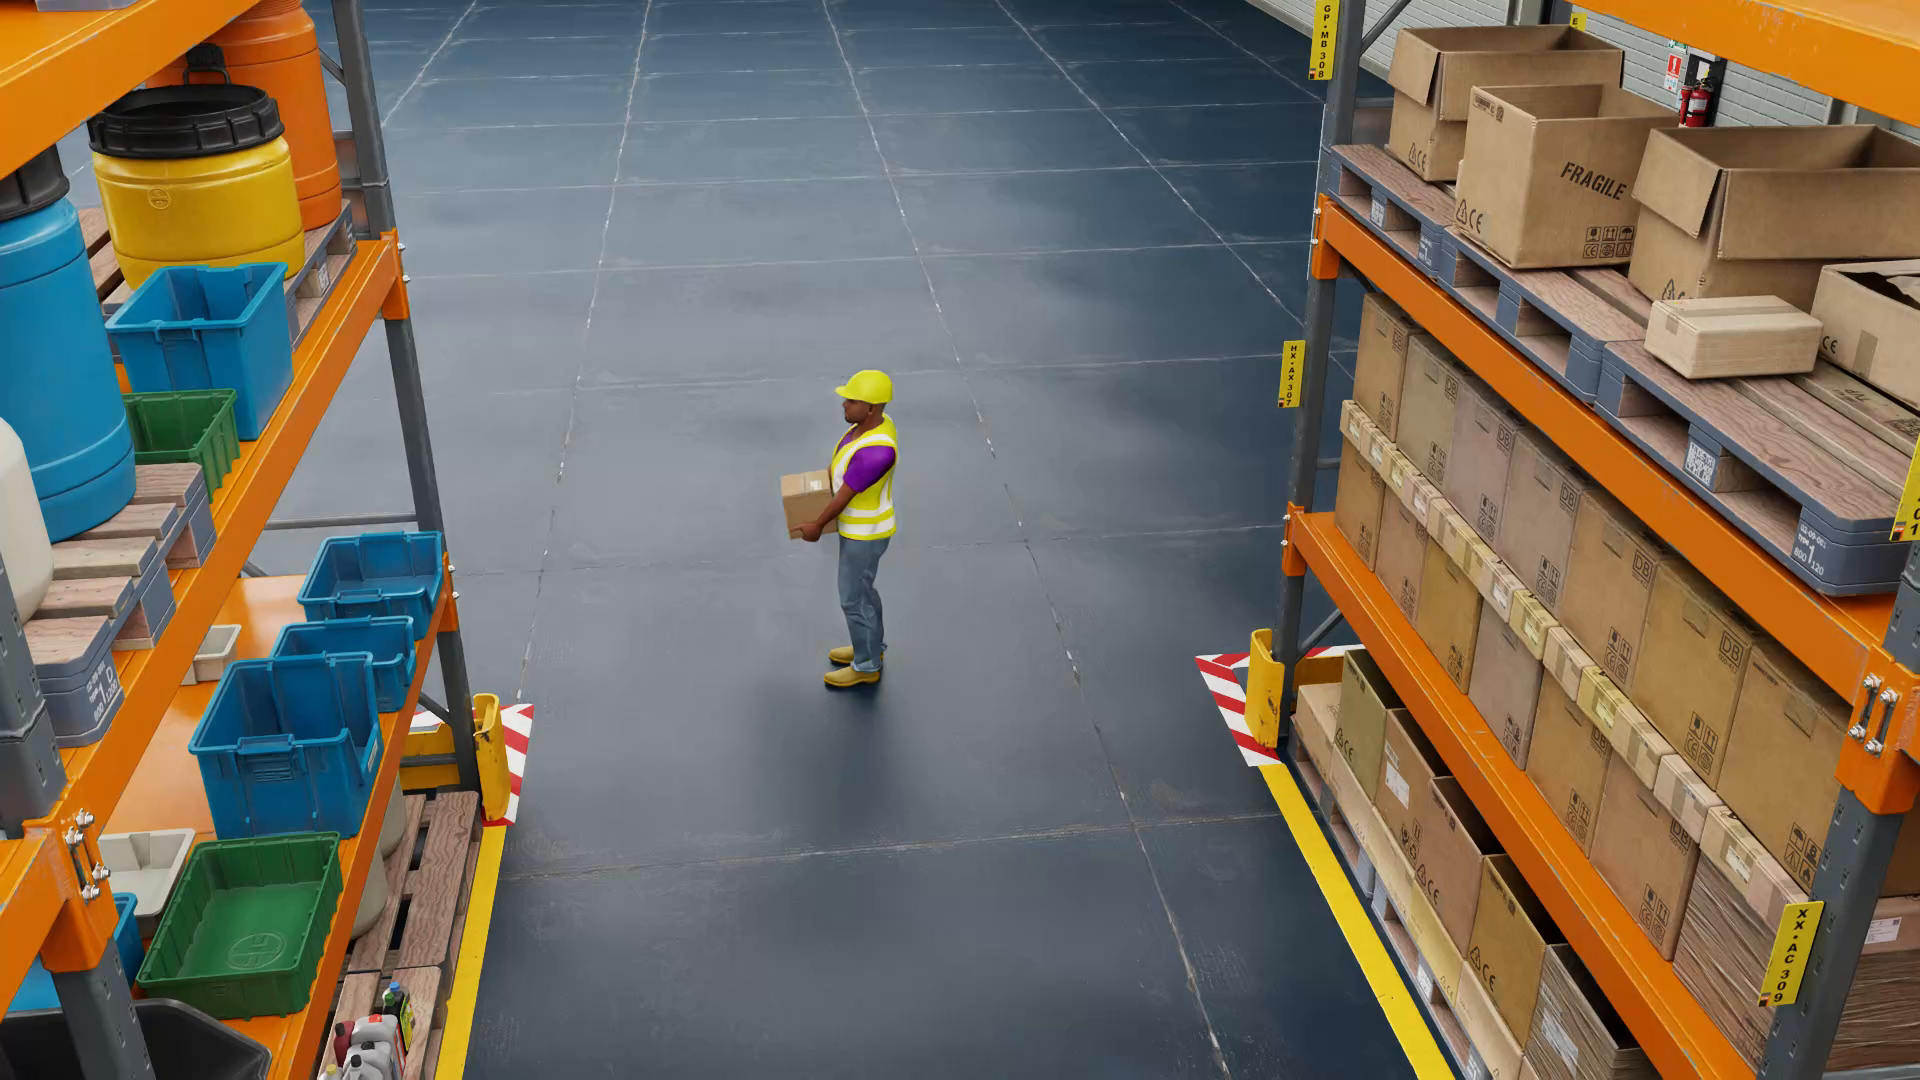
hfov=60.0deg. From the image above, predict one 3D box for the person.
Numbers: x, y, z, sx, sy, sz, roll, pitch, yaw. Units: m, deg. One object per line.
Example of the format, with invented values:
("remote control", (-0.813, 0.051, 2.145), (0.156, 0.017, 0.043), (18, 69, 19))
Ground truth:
("person", (-0.606, -0.057, 8.708), (0.581, 1.761, 0.504), (-3, 27, -6))
